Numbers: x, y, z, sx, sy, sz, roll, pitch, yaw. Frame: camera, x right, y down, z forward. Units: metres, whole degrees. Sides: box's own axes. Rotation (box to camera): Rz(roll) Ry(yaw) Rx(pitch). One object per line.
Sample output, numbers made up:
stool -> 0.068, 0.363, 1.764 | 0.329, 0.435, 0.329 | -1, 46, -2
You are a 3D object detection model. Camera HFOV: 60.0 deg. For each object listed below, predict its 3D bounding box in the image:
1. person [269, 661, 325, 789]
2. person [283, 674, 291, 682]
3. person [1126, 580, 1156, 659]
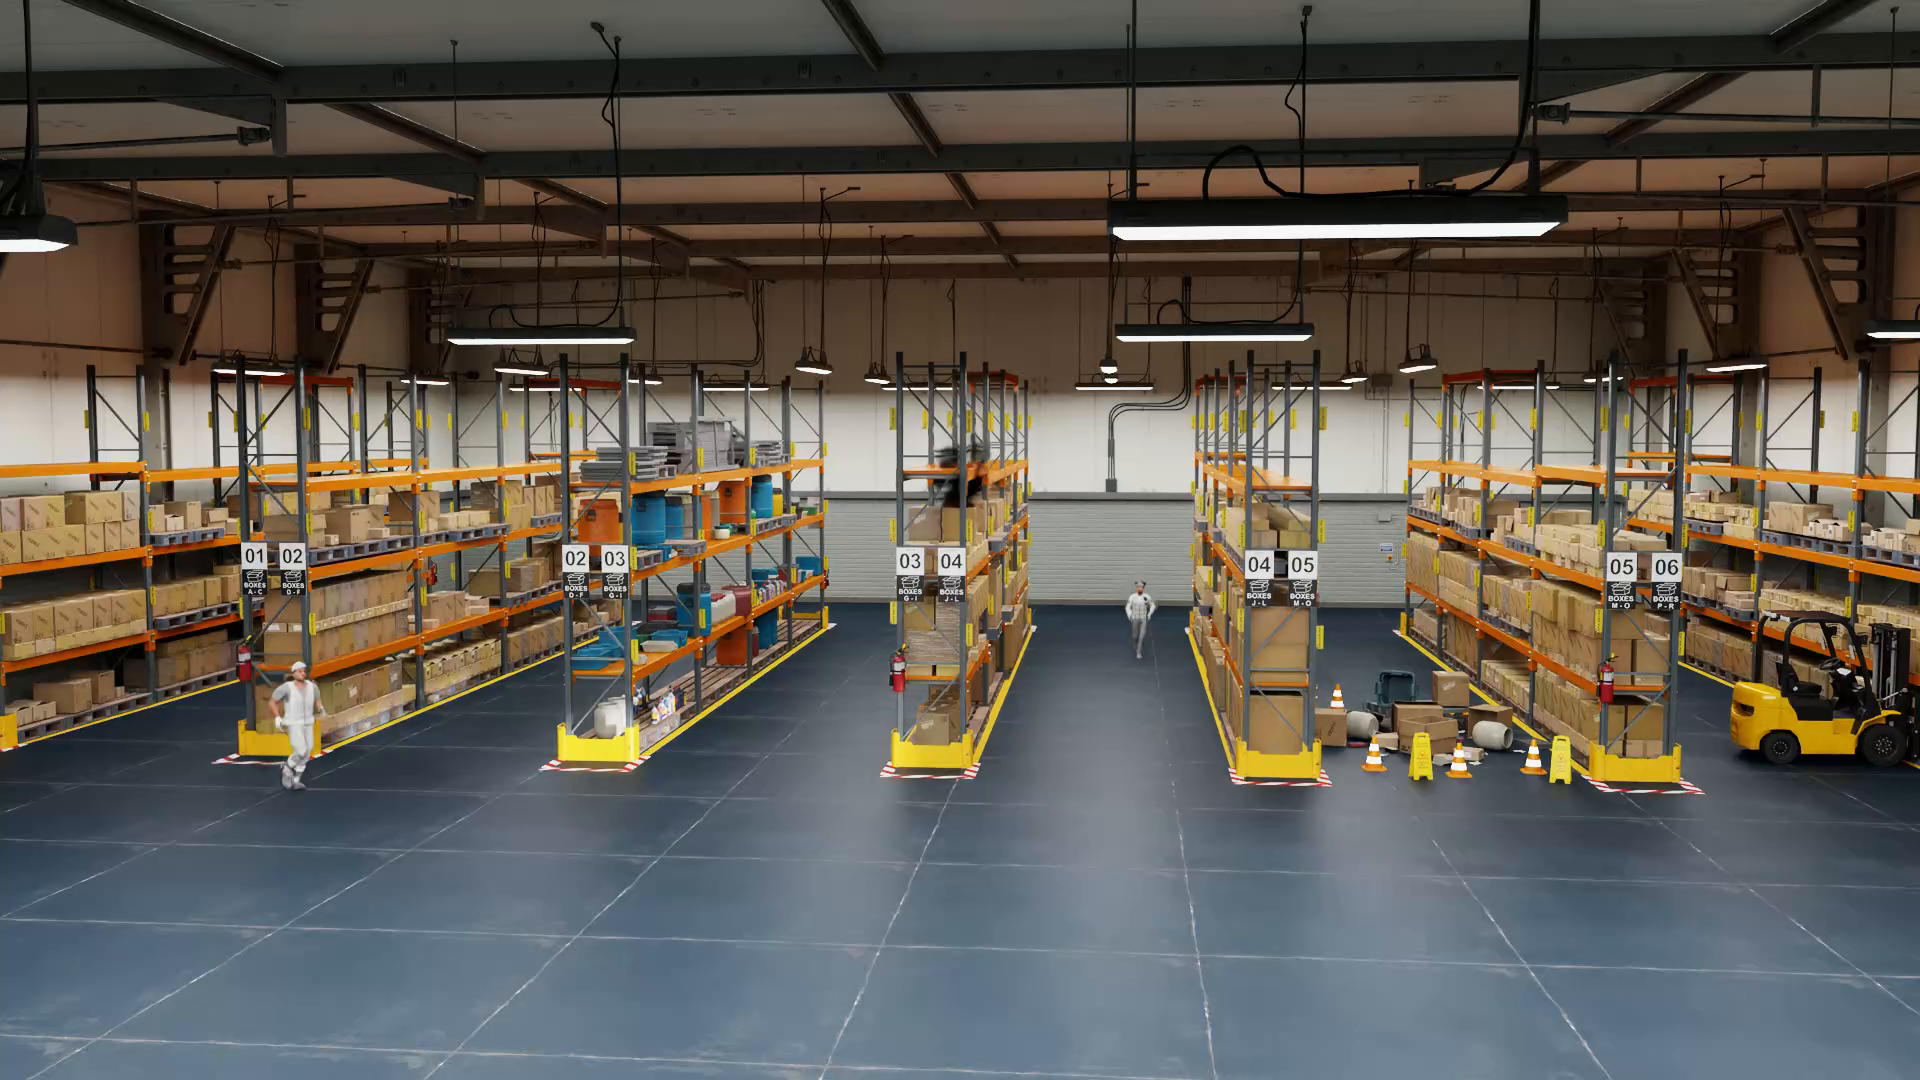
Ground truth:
person -> -8.914, 2.518, 22.541 | 0.609, 1.751, 0.658 | 3, 5, 37
person -> -11.570, 2.067, 29.084 | 0.660, 1.732, 0.626 | 0, 4, -4
person -> 3.835, 1.677, 35.309 | 0.633, 1.651, 0.677 | 1, 4, 8
